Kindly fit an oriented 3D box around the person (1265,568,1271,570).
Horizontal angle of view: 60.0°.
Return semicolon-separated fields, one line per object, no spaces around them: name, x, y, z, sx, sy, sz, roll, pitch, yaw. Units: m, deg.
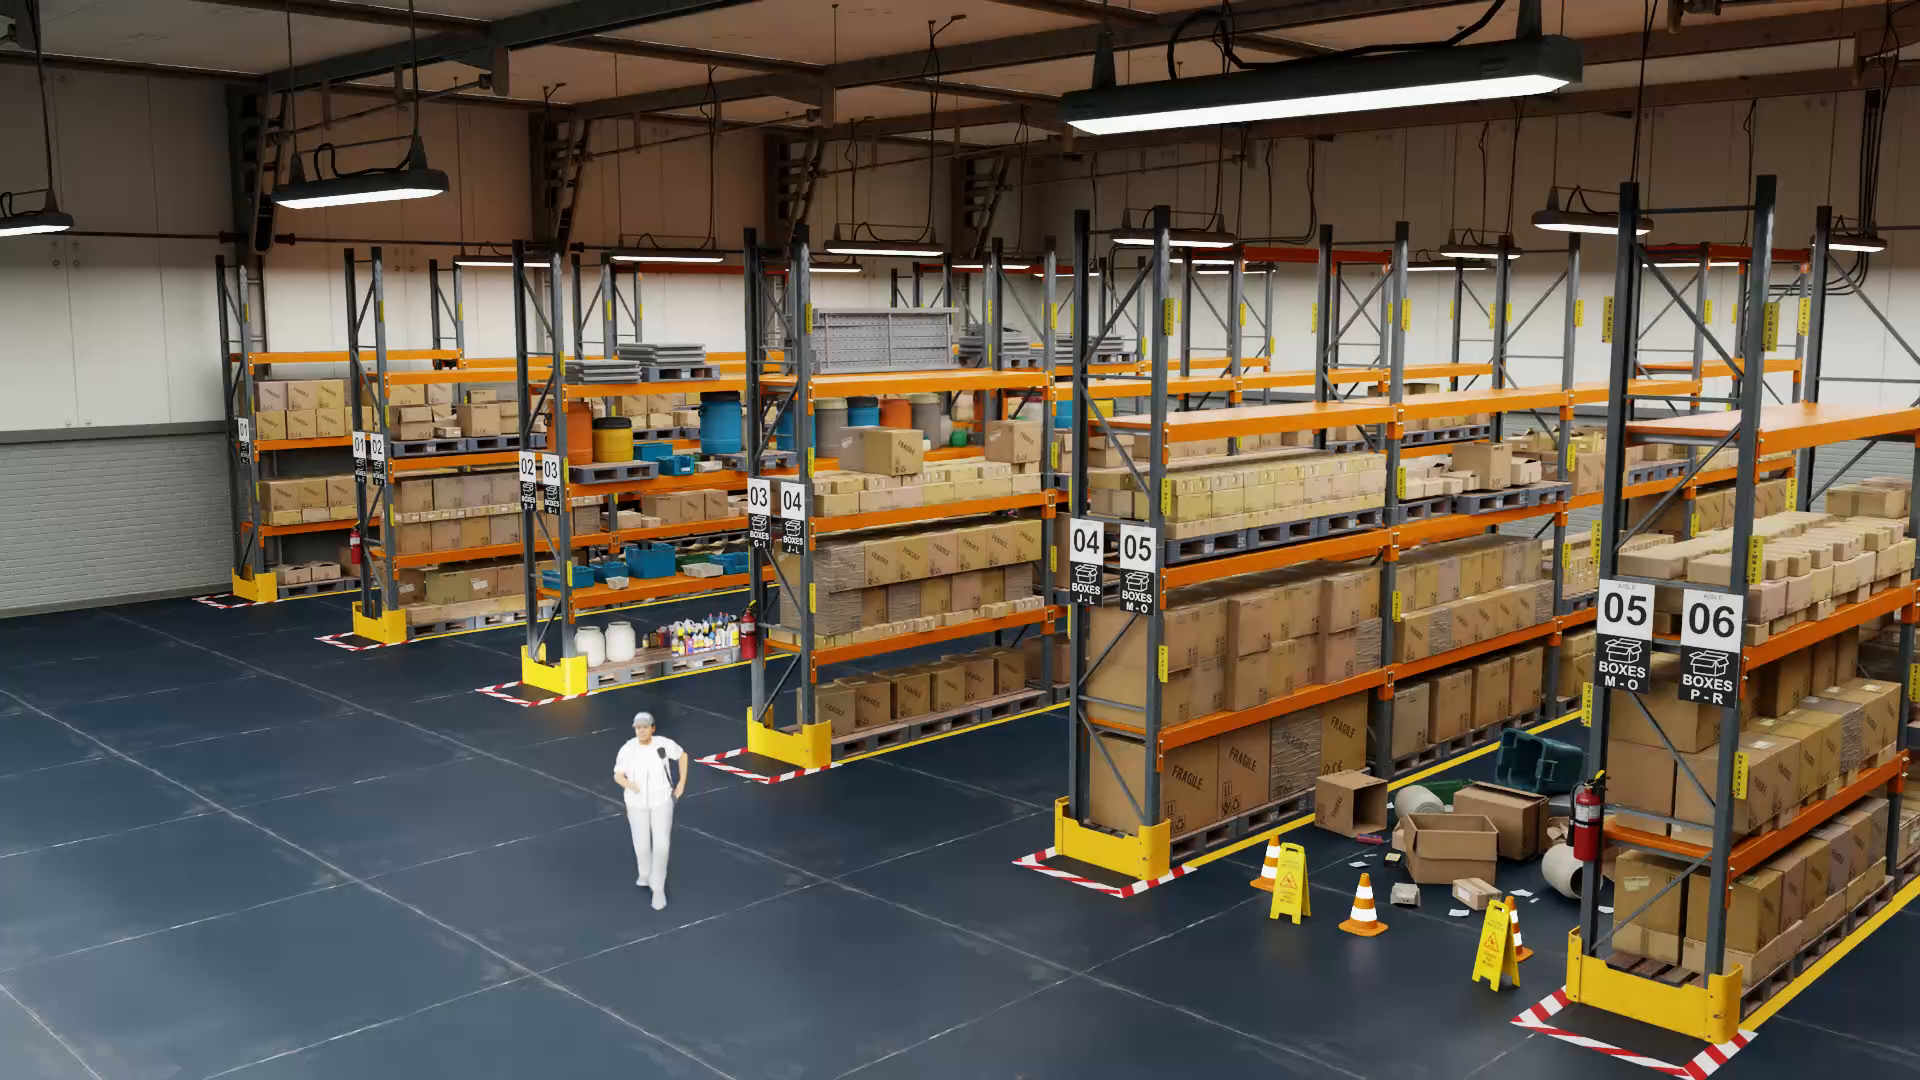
person;4.214;1.188;22.586;0.558;1.652;0.726;6;10;38

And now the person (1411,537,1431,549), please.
person;7.121;0.693;25.466;0.647;1.768;0.943;6;10;36

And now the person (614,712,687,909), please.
person;-2.697;2.331;14.501;0.608;1.702;0.721;-1;8;-4
